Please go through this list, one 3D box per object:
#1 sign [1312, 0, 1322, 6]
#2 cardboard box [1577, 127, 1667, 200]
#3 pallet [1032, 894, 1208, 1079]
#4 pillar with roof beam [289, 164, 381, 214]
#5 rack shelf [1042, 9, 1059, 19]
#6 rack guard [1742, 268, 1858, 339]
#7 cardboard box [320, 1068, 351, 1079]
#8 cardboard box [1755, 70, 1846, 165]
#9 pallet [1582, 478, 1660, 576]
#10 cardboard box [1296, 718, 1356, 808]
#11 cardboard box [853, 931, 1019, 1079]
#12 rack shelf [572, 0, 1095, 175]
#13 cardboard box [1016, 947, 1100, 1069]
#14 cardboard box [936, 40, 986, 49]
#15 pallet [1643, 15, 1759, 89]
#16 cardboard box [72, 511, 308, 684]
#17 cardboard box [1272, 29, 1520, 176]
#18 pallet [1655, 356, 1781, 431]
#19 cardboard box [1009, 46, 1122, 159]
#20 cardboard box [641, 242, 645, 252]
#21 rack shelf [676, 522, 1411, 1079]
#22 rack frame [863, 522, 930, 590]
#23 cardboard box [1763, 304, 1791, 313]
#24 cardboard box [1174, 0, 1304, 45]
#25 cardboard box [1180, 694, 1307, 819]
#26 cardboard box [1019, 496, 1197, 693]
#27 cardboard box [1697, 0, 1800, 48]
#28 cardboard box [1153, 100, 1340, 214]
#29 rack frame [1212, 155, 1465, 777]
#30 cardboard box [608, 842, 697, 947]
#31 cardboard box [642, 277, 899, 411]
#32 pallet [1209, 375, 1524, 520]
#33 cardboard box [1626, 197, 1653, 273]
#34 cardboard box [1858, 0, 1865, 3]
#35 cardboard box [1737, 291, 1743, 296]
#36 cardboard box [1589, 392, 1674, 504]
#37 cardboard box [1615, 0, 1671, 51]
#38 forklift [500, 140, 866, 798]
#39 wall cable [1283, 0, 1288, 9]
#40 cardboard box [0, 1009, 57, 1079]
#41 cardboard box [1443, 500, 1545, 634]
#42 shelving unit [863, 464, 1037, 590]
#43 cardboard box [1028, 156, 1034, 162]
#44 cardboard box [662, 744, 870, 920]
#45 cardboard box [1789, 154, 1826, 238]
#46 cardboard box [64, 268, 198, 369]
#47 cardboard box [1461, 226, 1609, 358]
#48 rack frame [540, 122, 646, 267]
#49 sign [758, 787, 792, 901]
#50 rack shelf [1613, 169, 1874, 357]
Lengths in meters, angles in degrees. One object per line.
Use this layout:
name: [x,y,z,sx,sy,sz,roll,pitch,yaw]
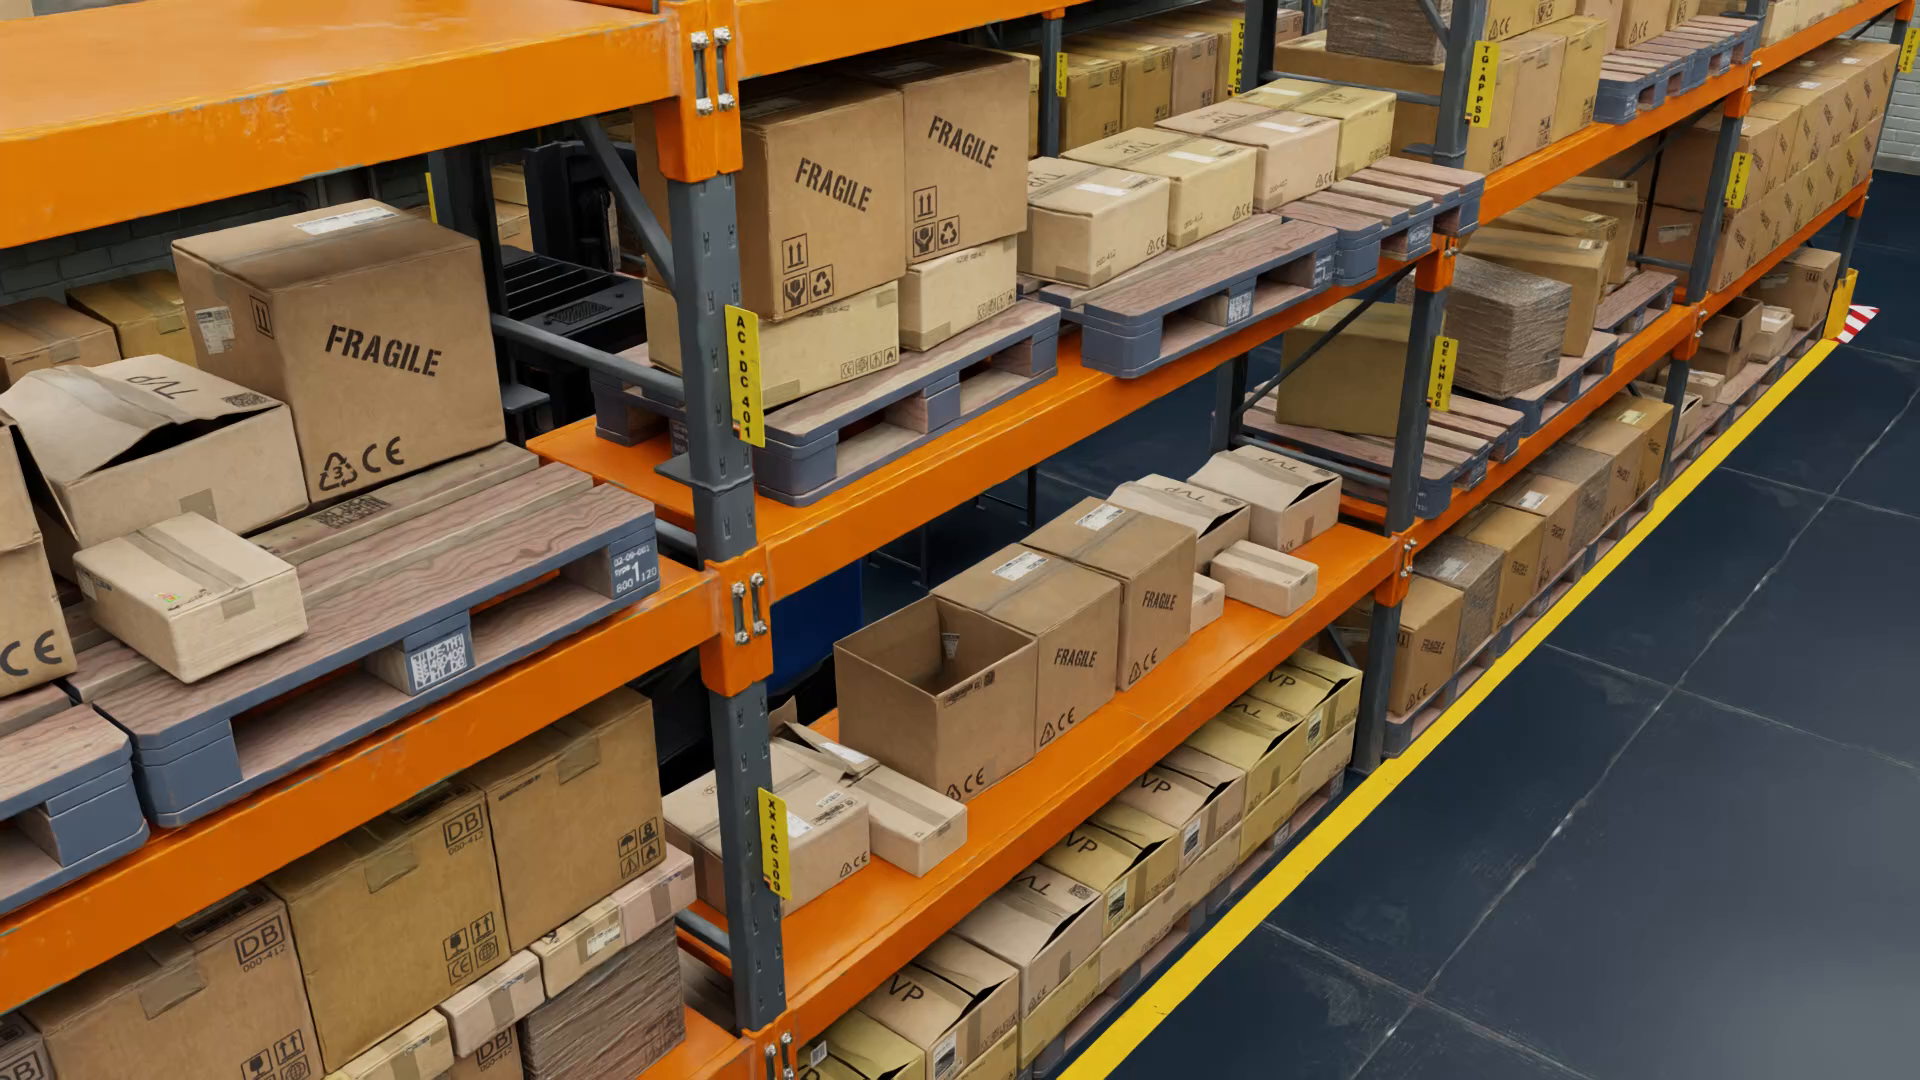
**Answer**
sign: [3.299,-5.093,15.312,0.100,0.325,0.005,21,34,34]
cardboard box: [4.292,-2.516,10.652,0.500,0.500,0.500,21,34,35]
pallet: [0.296,1.595,6.936,1.003,0.211,1.213,21,34,34]
pillar with roof beam: [-0.372,-2.999,6.253,9.100,9.000,0.400,21,34,34]
rack shelf: [-0.927,-3.522,11.313,1.077,0.370,4.000,21,34,34]
rack guard: [6.666,-2.053,13.675,1.175,0.500,0.348,21,34,34]
cardboard box: [-1.575,1.251,3.753,0.380,0.149,0.250,21,34,34]
cardboard box: [5.670,-2.894,11.383,0.500,0.500,0.500,22,35,36]
pallet: [3.682,-0.234,10.473,1.003,0.211,1.213,21,34,34]
cardboard box: [1.479,0.938,7.707,0.500,0.250,0.500,22,34,36]
cardboard box: [-0.141,1.600,5.818,0.500,0.311,0.500,20,34,34]
rack shelf: [0.353,-1.812,5.178,1.077,0.370,4.000,21,34,34]
cardboard box: [0.183,1.663,6.307,0.500,0.250,0.500,20,33,33]
cardboard box: [-0.149,-3.650,12.771,0.500,0.250,0.500,22,35,36]
pallet: [3.701,-2.810,9.358,1.213,0.211,1.003,21,34,34]
cardboard box: [-1.475,0.102,3.187,0.380,0.149,0.250,21,34,34]
cardboard box: [1.877,-1.895,7.276,0.910,0.500,0.500,21,34,34]
pallet: [5.383,-1.211,12.362,1.003,0.211,1.213,21,34,34]
cardboard box: [0.703,-3.540,13.501,0.980,0.700,0.700,21,34,35]
cardboard box: [-1.693,-2.083,10.558,0.500,0.500,0.500,22,35,36]
rack shelf: [0.353,0.674,6.465,1.077,0.370,4.000,21,34,34]
rack frame: [-0.378,-0.456,9.499,0.500,1.500,0.032,21,34,34]
cardboard box: [6.231,-1.745,12.964,0.380,0.166,0.250,21,34,34]
cardboard box: [2.573,-4.586,15.525,0.980,0.700,0.700,23,35,37]
cardboard box: [1.157,0.875,7.218,0.500,0.311,0.500,20,34,34]
cardboard box: [0.571,0.201,6.488,0.500,0.500,0.500,19,33,32]
cardboard box: [4.670,-3.138,9.950,0.500,0.250,0.500,21,34,34]
cardboard box: [1.061,-1.438,6.207,0.500,0.250,0.500,22,34,36]
rack frame: [1.626,-0.354,7.670,1.000,3.000,0.127,21,34,34]
cardboard box: [-0.926,0.891,4.449,0.380,0.149,0.250,21,34,34]
cardboard box: [-0.519,-0.604,4.594,0.500,0.250,0.500,-24,36,-38]
pallet: [2.003,-0.530,8.218,1.213,0.211,1.003,21,34,34]
cardboard box: [4.290,-2.069,10.876,0.500,0.500,0.500,21,34,35]
cardboard box: [5.956,-3.842,11.311,0.500,0.250,0.500,21,34,34]
cardboard box: [5.831,-1.878,13.128,0.500,0.250,0.500,21,34,34]
cardboard box: [4.077,-0.599,10.385,0.500,0.500,0.500,21,34,34]
cardboard box: [3.385,-2.979,8.805,0.600,0.600,0.600,20,34,34]
forklift: [-1.742,-0.143,7.337,1.130,2.935,3.031,18,32,30]
wall cable: [2.974,-5.819,17.127,0.084,1.984,1.851,21,34,34]
cardboard box: [-2.154,1.136,3.268,0.700,0.500,0.500,21,34,34]
cardboard box: [2.787,0.119,8.997,0.500,0.500,0.500,20,34,34]
shelving unit: [-0.054,-0.636,9.847,0.538,1.500,1.048,21,34,34]
cardboard box: [0.348,-2.913,12.869,0.380,0.149,0.250,21,34,35]
cardboard box: [-0.639,0.943,5.325,0.500,0.250,0.500,23,35,37]
cardboard box: [5.670,-2.458,11.628,0.500,0.500,0.500,20,34,34]
cardboard box: [-4.032,-0.989,8.309,0.500,0.500,0.700,-24,36,-39]
cardboard box: [3.094,-1.359,9.046,0.700,0.500,0.500,12,30,22]
rack frame: [-2.199,-1.801,10.466,1.000,3.000,0.127,21,34,34]
sign: [-0.489,0.806,4.399,0.100,0.325,0.005,21,34,34]
rack shelf: [5.442,-2.162,11.947,1.077,0.370,4.000,21,34,34]
